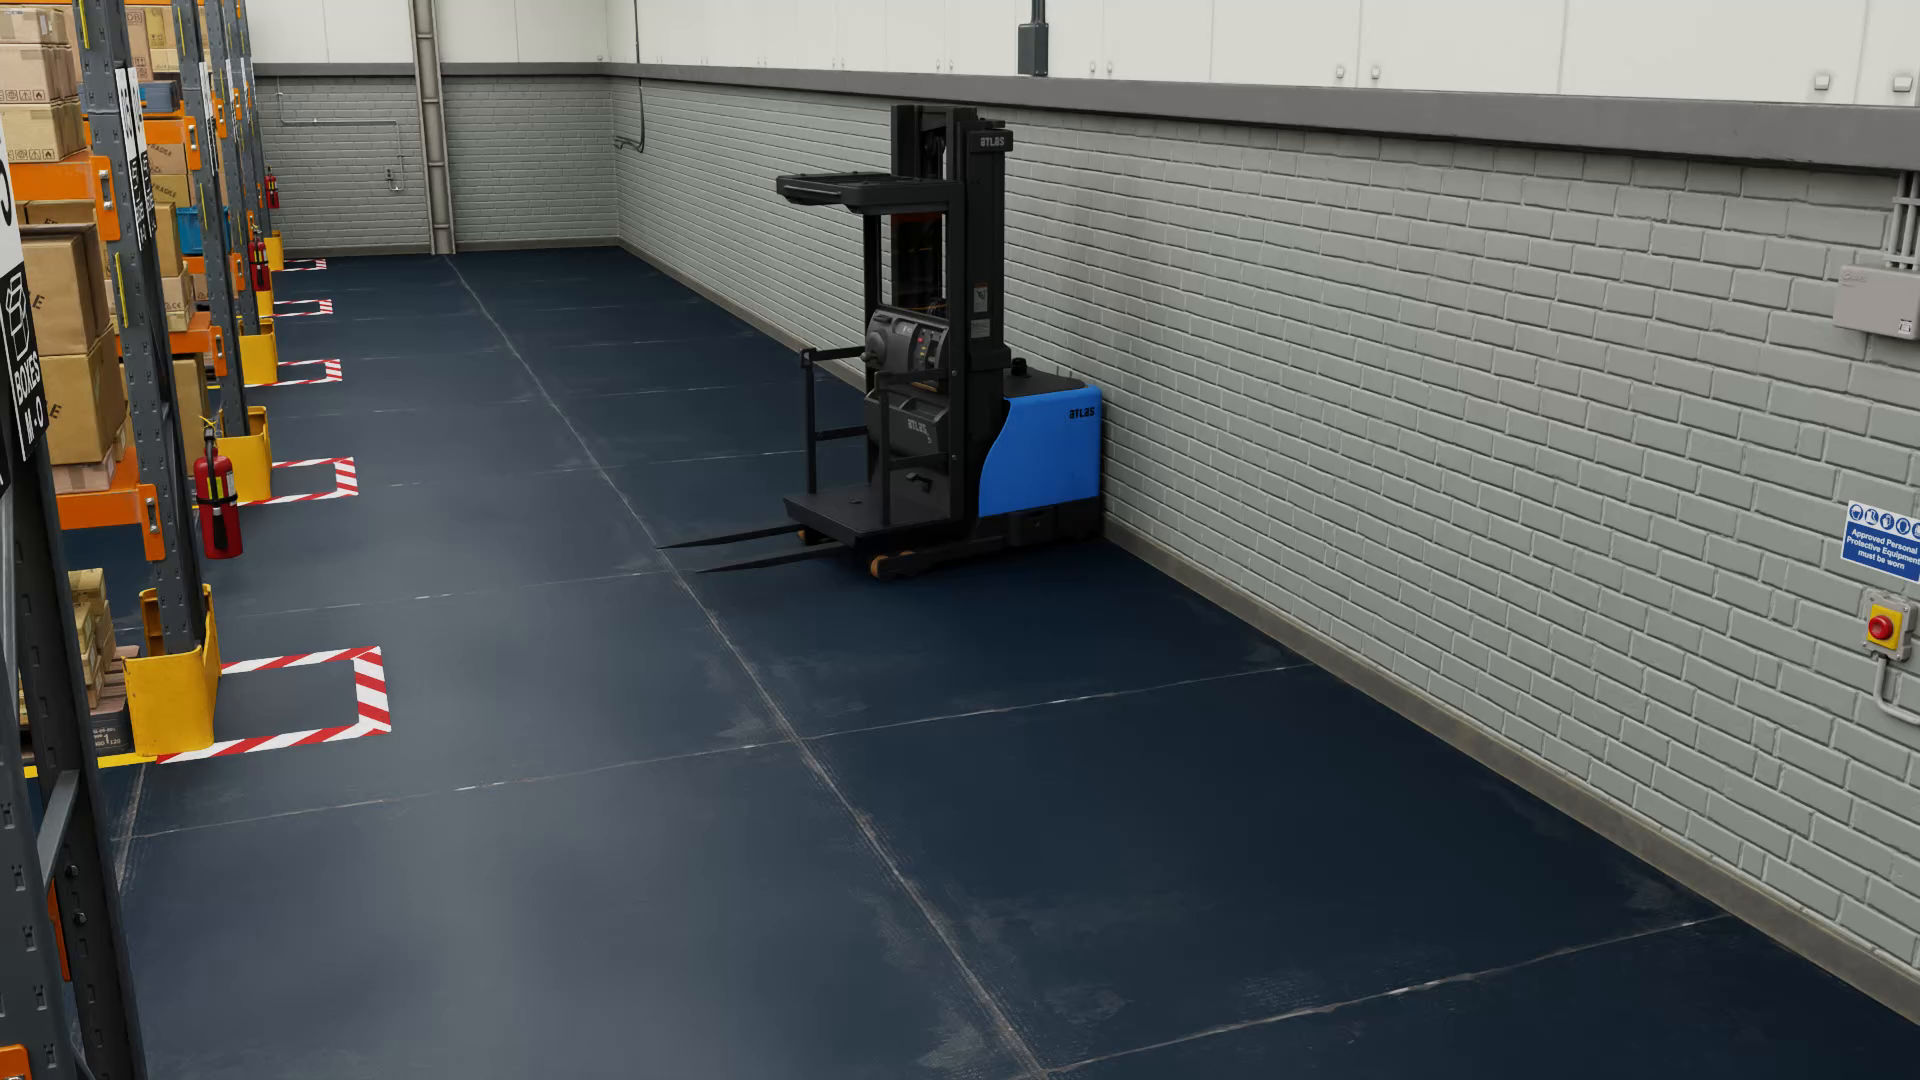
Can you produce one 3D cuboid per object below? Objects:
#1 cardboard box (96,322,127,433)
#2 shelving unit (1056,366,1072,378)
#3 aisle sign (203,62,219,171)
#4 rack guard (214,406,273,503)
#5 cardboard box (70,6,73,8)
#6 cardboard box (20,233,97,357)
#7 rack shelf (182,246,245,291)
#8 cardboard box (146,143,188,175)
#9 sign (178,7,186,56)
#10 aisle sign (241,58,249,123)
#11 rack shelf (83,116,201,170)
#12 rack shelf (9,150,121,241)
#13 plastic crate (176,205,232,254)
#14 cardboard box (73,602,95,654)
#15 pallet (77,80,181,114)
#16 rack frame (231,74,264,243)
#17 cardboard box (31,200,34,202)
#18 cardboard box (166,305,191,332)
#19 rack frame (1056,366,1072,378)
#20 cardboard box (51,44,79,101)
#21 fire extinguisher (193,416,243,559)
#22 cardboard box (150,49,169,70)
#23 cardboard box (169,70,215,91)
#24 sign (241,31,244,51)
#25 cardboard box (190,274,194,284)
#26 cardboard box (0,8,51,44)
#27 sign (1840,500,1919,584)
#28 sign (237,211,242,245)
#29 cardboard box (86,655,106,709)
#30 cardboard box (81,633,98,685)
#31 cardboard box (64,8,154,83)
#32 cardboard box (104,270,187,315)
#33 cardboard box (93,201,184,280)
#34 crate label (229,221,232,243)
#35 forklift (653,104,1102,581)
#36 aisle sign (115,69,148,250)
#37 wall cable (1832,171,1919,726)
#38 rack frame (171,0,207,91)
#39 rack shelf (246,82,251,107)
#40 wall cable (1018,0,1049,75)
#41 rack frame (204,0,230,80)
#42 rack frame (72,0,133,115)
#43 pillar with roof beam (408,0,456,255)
[{"bbox_3d":[-4.470,-0.782,8.233,0.500,0.500,0.500,-5,17,-17],"label":"cardboard box"},{"bbox_3d":[0.793,-0.628,11.849,0.189,1.200,0.258,-3,16,-21],"label":"shelving unit"},{"bbox_3d":[-5.672,-3.213,12.602,0.004,0.787,0.394,-6,17,-20],"label":"aisle sign"},{"bbox_3d":[-5.609,-0.682,13.035,0.348,0.500,1.175,-6,17,-20],"label":"rack guard"},{"bbox_3d":[-10.573,-6.290,20.419,0.500,0.500,0.700,-6,17,-20],"label":"cardboard box"},{"bbox_3d":[-4.290,-1.123,7.619,0.500,0.500,0.500,-7,18,-21],"label":"cardboard box"},{"bbox_3d":[-9.272,-2.636,16.527,4.000,0.370,1.077,-6,17,-20],"label":"rack shelf"},{"bbox_3d":[-9.962,-4.845,20.823,0.500,0.500,0.500,-6,17,-19],"label":"cardboard box"},{"bbox_3d":[-5.451,-3.561,11.647,0.005,0.325,0.100,-6,17,-20],"label":"sign"},{"bbox_3d":[-9.000,-5.660,20.934,0.004,0.787,0.394,-6,17,-20],"label":"aisle sign"},{"bbox_3d":[-7.499,-2.772,11.666,4.000,0.370,1.077,-6,17,-20],"label":"rack shelf"},{"bbox_3d":[-5.819,-1.457,7.188,4.000,0.370,1.077,-6,17,-20],"label":"rack shelf"},{"bbox_3d":[-7.650,-3.145,16.816,0.499,0.435,0.616,-6,17,-20],"label":"plastic crate"},{"bbox_3d":[-4.355,0.437,8.046,0.250,0.149,0.380,-6,17,-19],"label":"cardboard box"},{"bbox_3d":[-6.321,-3.199,12.000,1.213,0.211,1.003,-6,17,-20],"label":"pallet"},{"bbox_3d":[-9.173,-4.486,21.551,0.127,3.000,1.000,-6,17,-20],"label":"rack frame"},{"bbox_3d":[-11.390,-4.213,20.443,0.500,0.500,0.500,-6,17,-20],"label":"cardboard box"},{"bbox_3d":[-5.847,-1.636,12.293,0.250,0.149,0.380,-6,17,-19],"label":"cardboard box"},{"bbox_3d":[0.708,-0.623,11.816,0.006,1.200,0.240,-3,16,-21],"label":"rack frame"},{"bbox_3d":[-4.464,-2.194,7.803,0.500,0.250,0.500,-6,17,-19],"label":"cardboard box"},{"bbox_3d":[-3.551,-0.252,7.932,0.183,0.674,0.296,-6,17,-20],"label":"fire extinguisher"},{"bbox_3d":[-10.028,-5.924,20.503,0.500,0.250,0.500,-6,17,-20],"label":"cardboard box"},{"bbox_3d":[-9.558,-5.732,20.737,0.500,0.250,0.500,-6,17,-20],"label":"cardboard box"},{"bbox_3d":[-10.768,-7.471,24.961,0.005,0.325,0.100,-6,17,-20],"label":"sign"},{"bbox_3d":[-10.249,-3.347,21.773,0.500,0.250,0.500,-6,17,-20],"label":"cardboard box"},{"bbox_3d":[-4.157,-2.252,7.290,0.250,0.149,0.380,-6,18,-21],"label":"cardboard box"},{"bbox_3d":[3.211,0.005,5.779,0.001,0.218,0.327,-6,17,-20],"label":"sign"},{"bbox_3d":[-7.192,-3.118,16.602,0.005,0.325,0.100,-6,17,-20],"label":"sign"},{"bbox_3d":[-4.368,0.710,8.171,0.250,0.149,0.380,-6,17,-19],"label":"cardboard box"},{"bbox_3d":[-4.342,0.588,8.060,0.250,0.149,0.380,-7,18,-22],"label":"cardboard box"},{"bbox_3d":[-6.098,-3.550,11.938,0.500,0.500,0.700,-7,18,-23],"label":"cardboard box"},{"bbox_3d":[-5.989,-1.831,12.249,0.500,0.250,0.500,-6,18,-21],"label":"cardboard box"},{"bbox_3d":[-5.993,-2.192,12.145,0.500,0.500,0.500,-6,17,-19],"label":"cardboard box"},{"bbox_3d":[-7.752,-3.193,17.337,0.303,0.233,0.416,-6,17,-20],"label":"crate label"},{"bbox_3d":[-0.526,-1.309,10.855,3.031,2.935,1.130,-10,19,-32],"label":"forklift"},{"bbox_3d":[-3.776,-1.740,7.586,0.004,0.787,0.394,-6,17,-20],"label":"aisle sign"},{"bbox_3d":[3.171,-0.349,5.605,0.123,1.953,0.585,-6,17,-20],"label":"wall cable"},{"bbox_3d":[-5.632,-4.758,11.829,0.127,3.000,1.000,-6,17,-20],"label":"rack frame"},{"bbox_3d":[-12.817,-6.682,24.980,4.000,0.370,1.077,-6,17,-20],"label":"rack shelf"},{"bbox_3d":[0.882,-5.965,10.229,0.120,5.999,2.277,-6,17,-20],"label":"wall cable"},{"bbox_3d":[-7.404,-6.061,16.267,0.127,3.000,1.000,-6,17,-20],"label":"rack frame"},{"bbox_3d":[-3.951,-3.443,7.351,0.127,3.000,1.000,-6,17,-20],"label":"rack frame"},{"bbox_3d":[-7.197,-8.035,22.988,0.400,9.000,9.100,-6,17,-20],"label":"pillar with roof beam"}]
